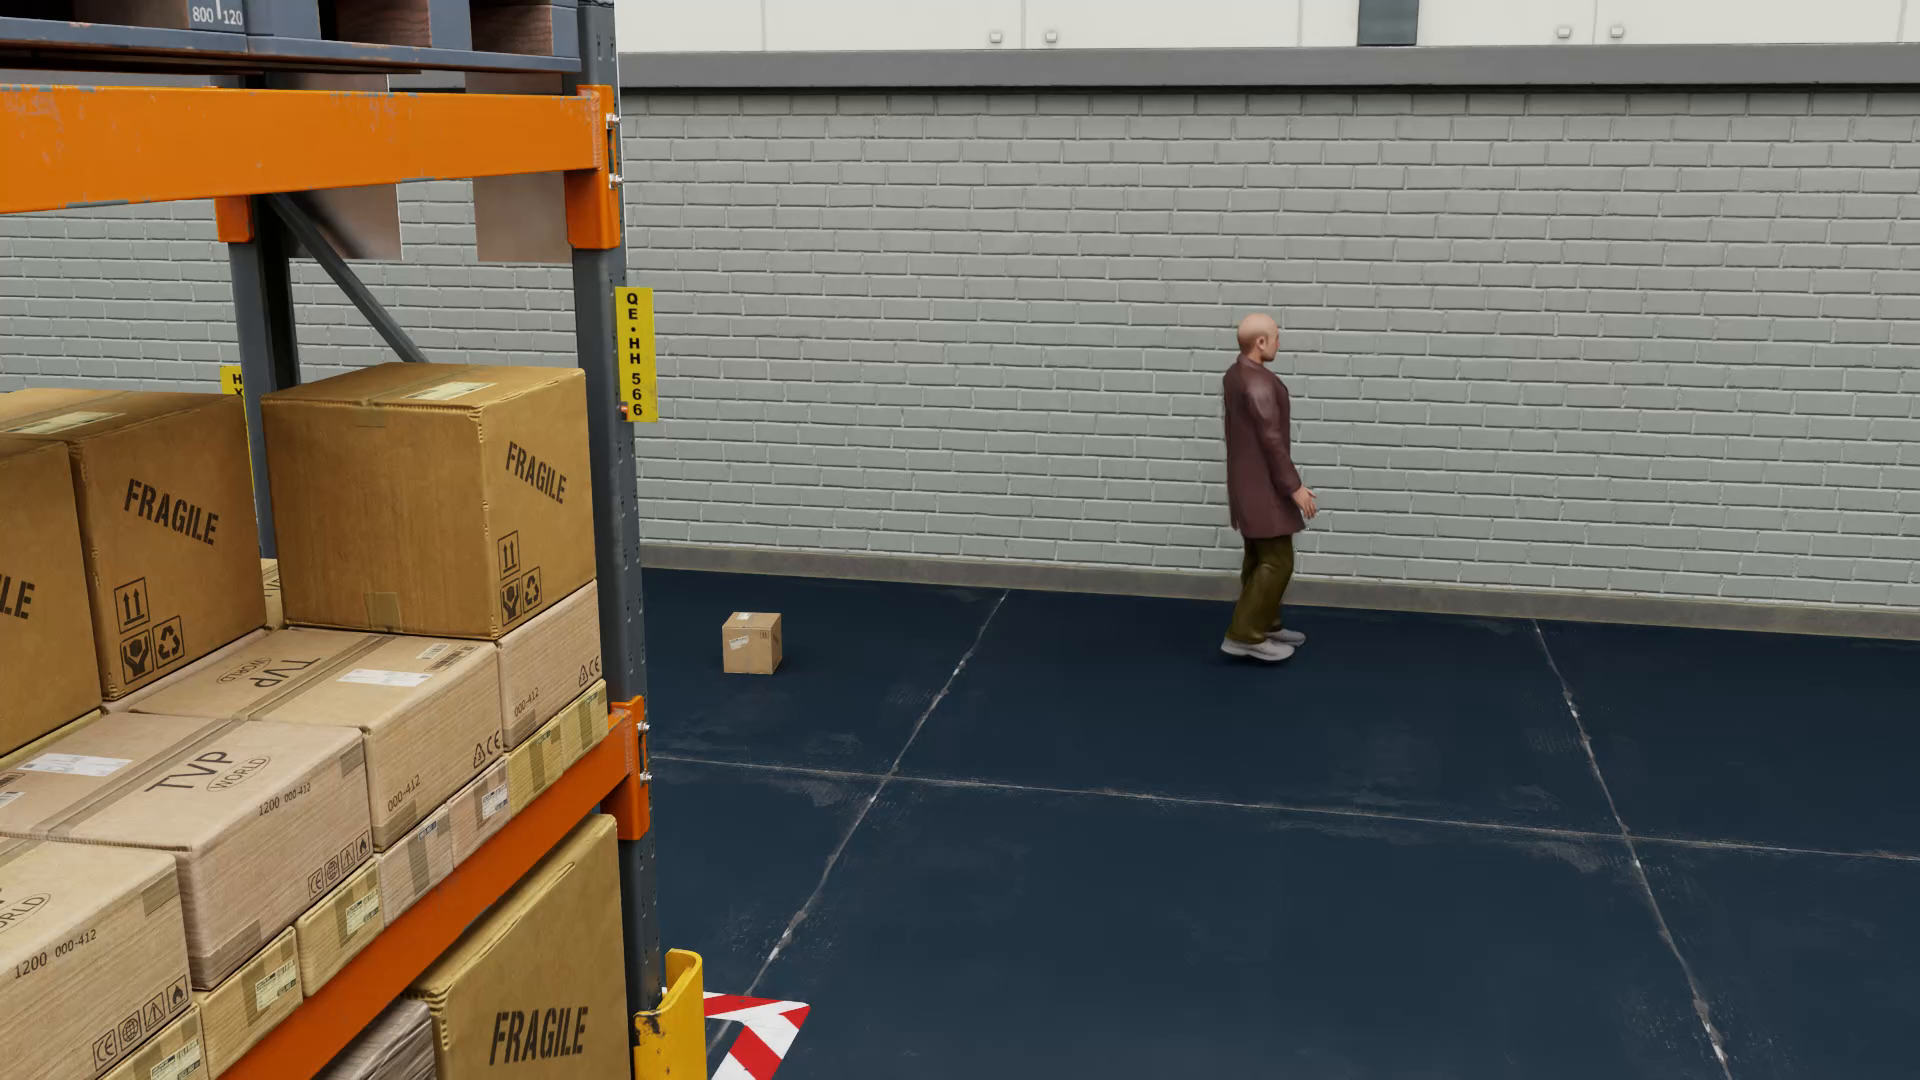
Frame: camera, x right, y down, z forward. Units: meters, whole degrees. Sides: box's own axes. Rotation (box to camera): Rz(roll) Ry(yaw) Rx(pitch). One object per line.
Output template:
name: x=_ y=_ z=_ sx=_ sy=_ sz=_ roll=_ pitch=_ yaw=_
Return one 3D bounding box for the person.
person: x=1.588 y=-0.258 z=8.536 sx=0.395 sy=1.793 sz=0.586 roll=-1 pitch=14 yaw=-4
